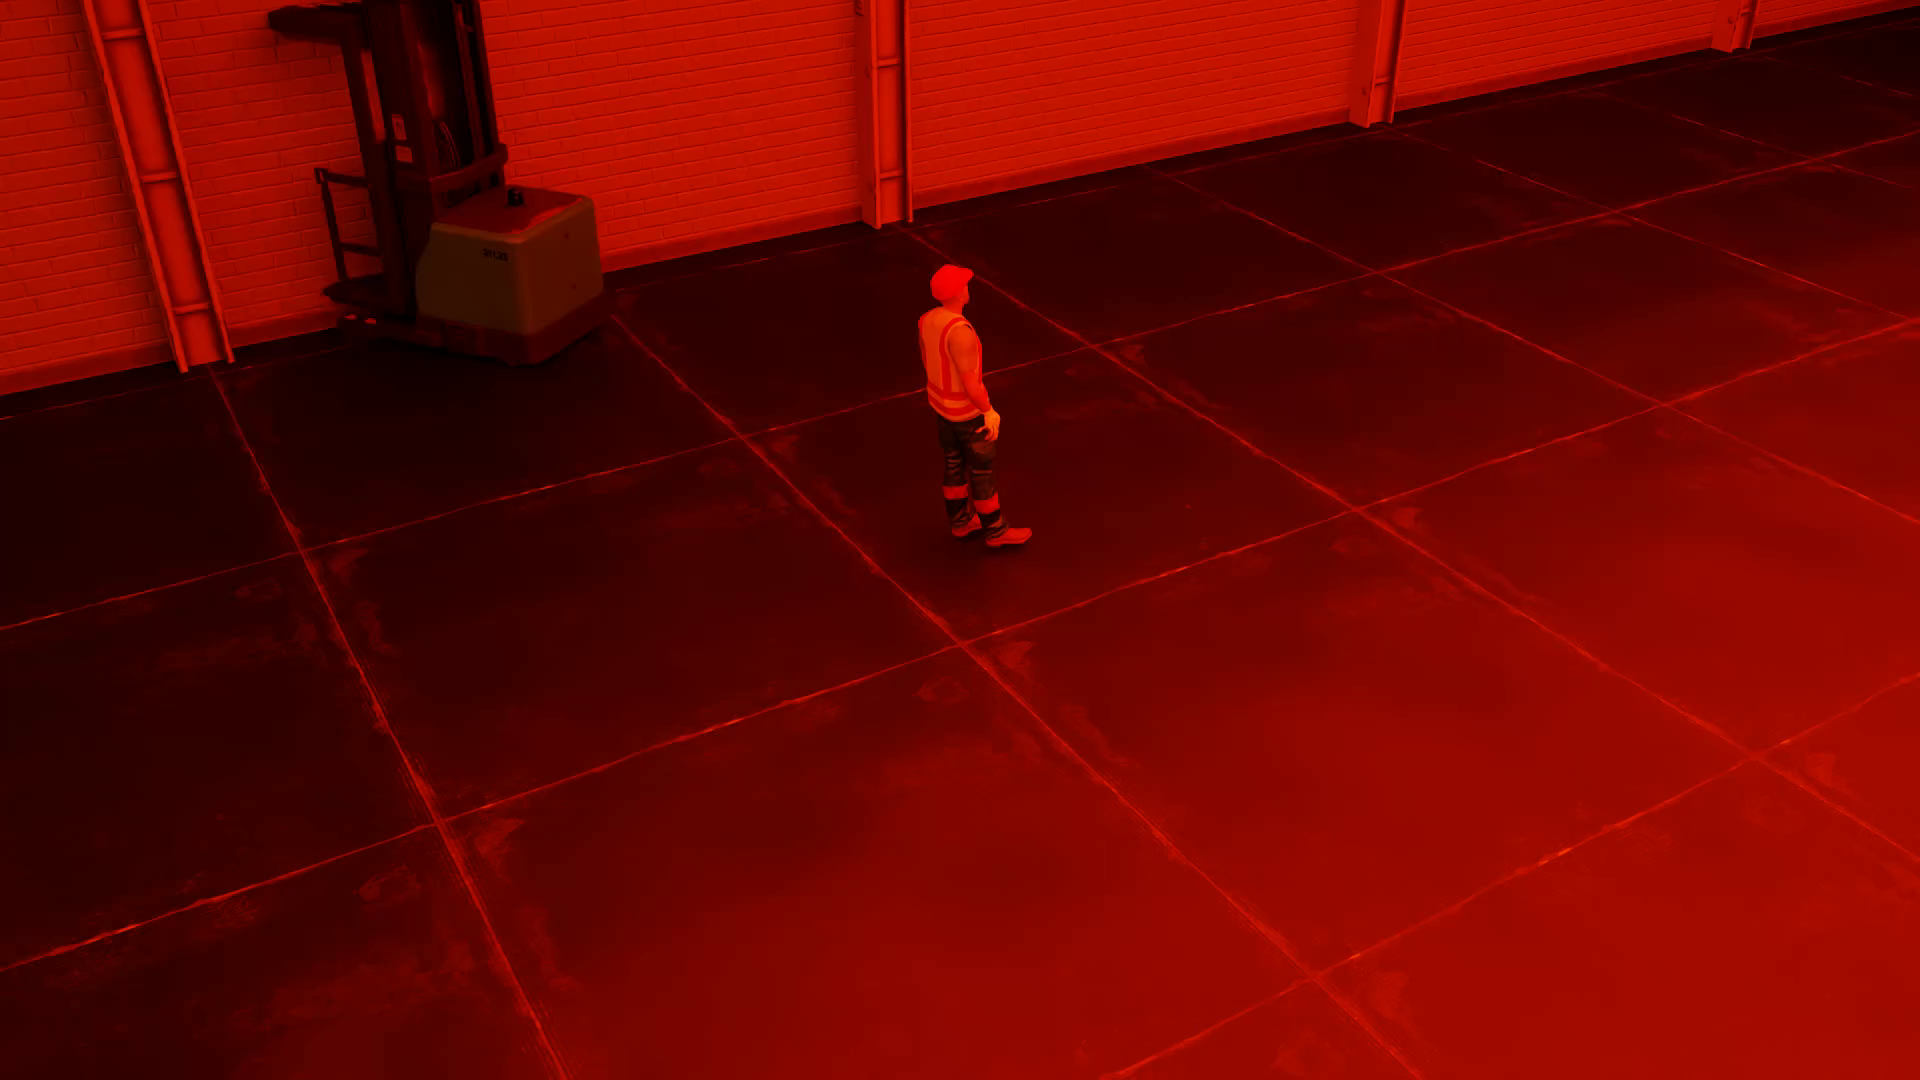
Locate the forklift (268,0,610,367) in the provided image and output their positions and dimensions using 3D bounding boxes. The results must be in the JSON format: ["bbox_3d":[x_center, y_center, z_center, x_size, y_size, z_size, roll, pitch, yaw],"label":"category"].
[{"bbox_3d":[-4.371,-3.070,12.773,3.031,2.935,1.130,13,33,20],"label":"forklift"}]

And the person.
[{"bbox_3d":[0.075,-0.824,10.042,0.564,1.787,0.637,-17,35,-26],"label":"person"}]
